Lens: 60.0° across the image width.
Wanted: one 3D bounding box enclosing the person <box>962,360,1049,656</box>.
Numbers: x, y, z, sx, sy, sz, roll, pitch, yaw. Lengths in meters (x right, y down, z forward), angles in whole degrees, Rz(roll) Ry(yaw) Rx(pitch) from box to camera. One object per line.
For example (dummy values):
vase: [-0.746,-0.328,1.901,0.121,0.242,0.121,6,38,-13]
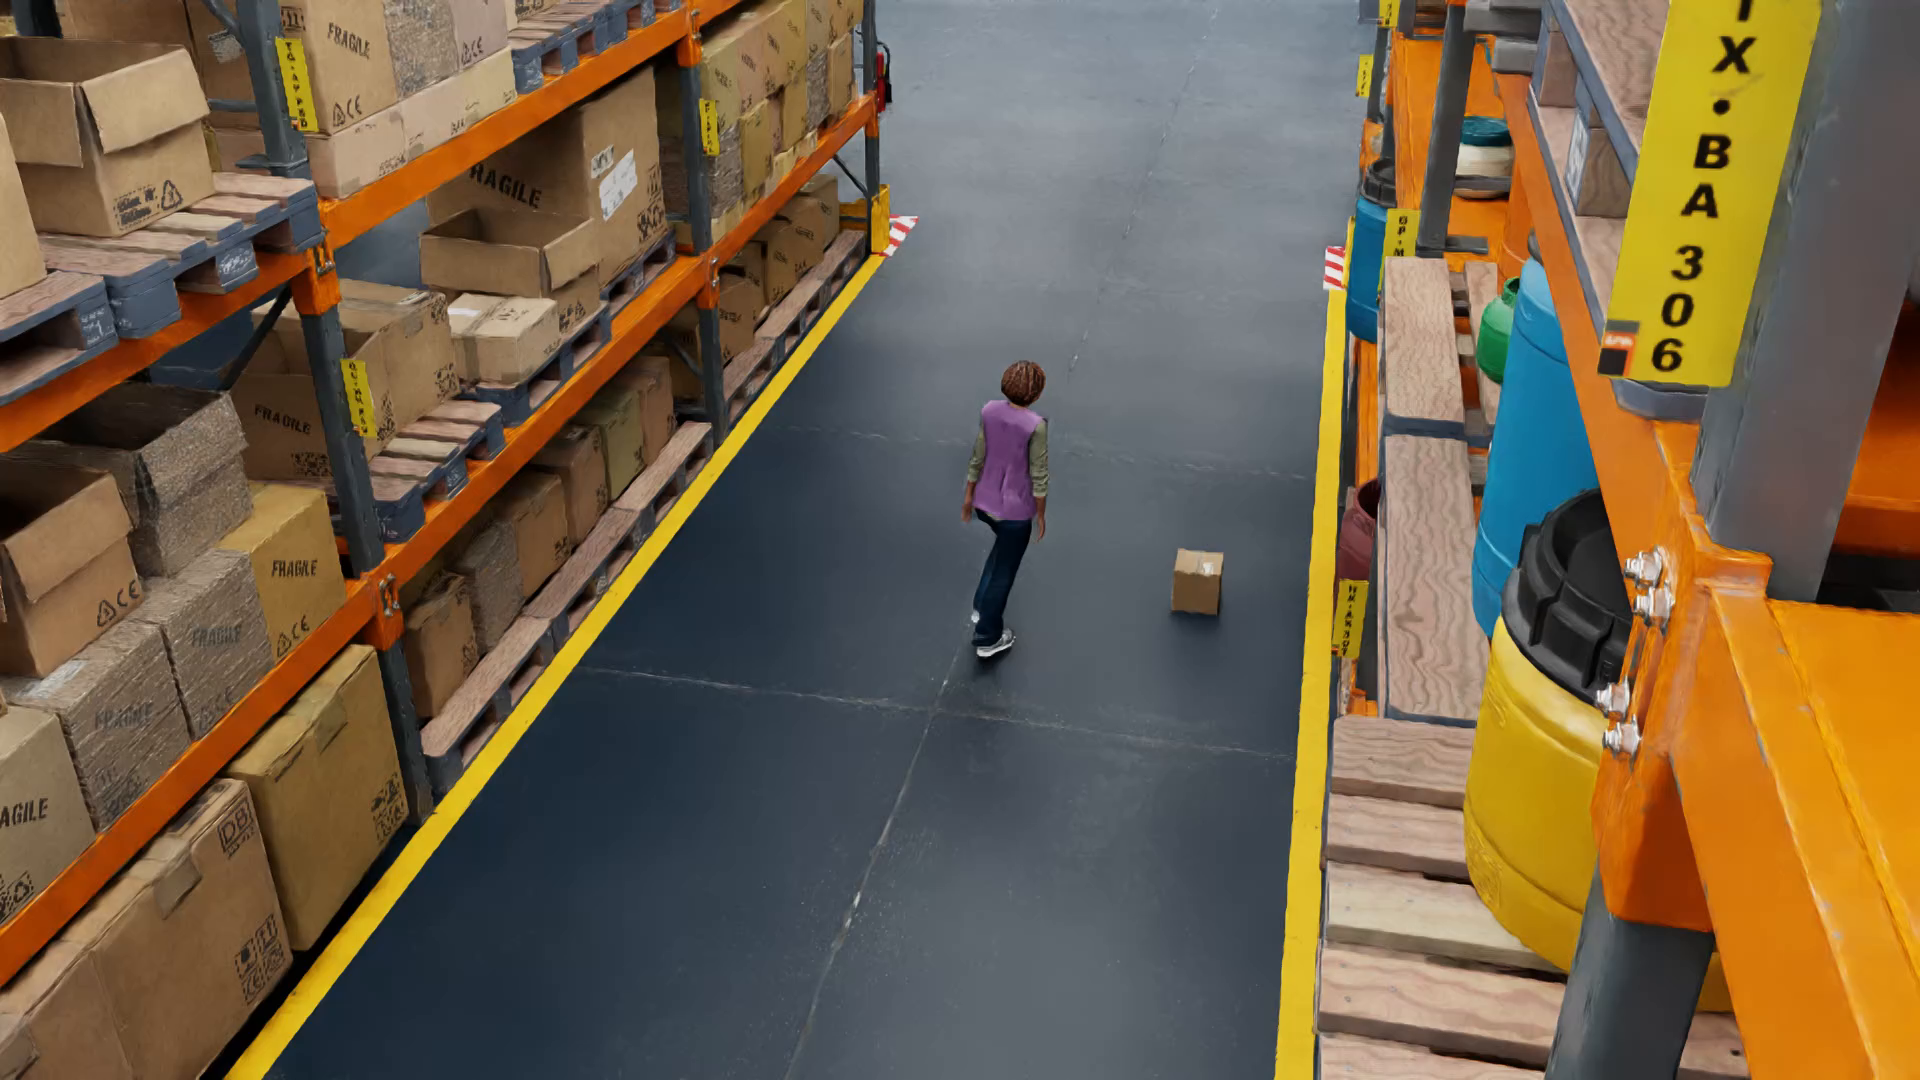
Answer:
person: [0.239,-0.143,8.375,0.445,1.571,0.461,24,37,36]
